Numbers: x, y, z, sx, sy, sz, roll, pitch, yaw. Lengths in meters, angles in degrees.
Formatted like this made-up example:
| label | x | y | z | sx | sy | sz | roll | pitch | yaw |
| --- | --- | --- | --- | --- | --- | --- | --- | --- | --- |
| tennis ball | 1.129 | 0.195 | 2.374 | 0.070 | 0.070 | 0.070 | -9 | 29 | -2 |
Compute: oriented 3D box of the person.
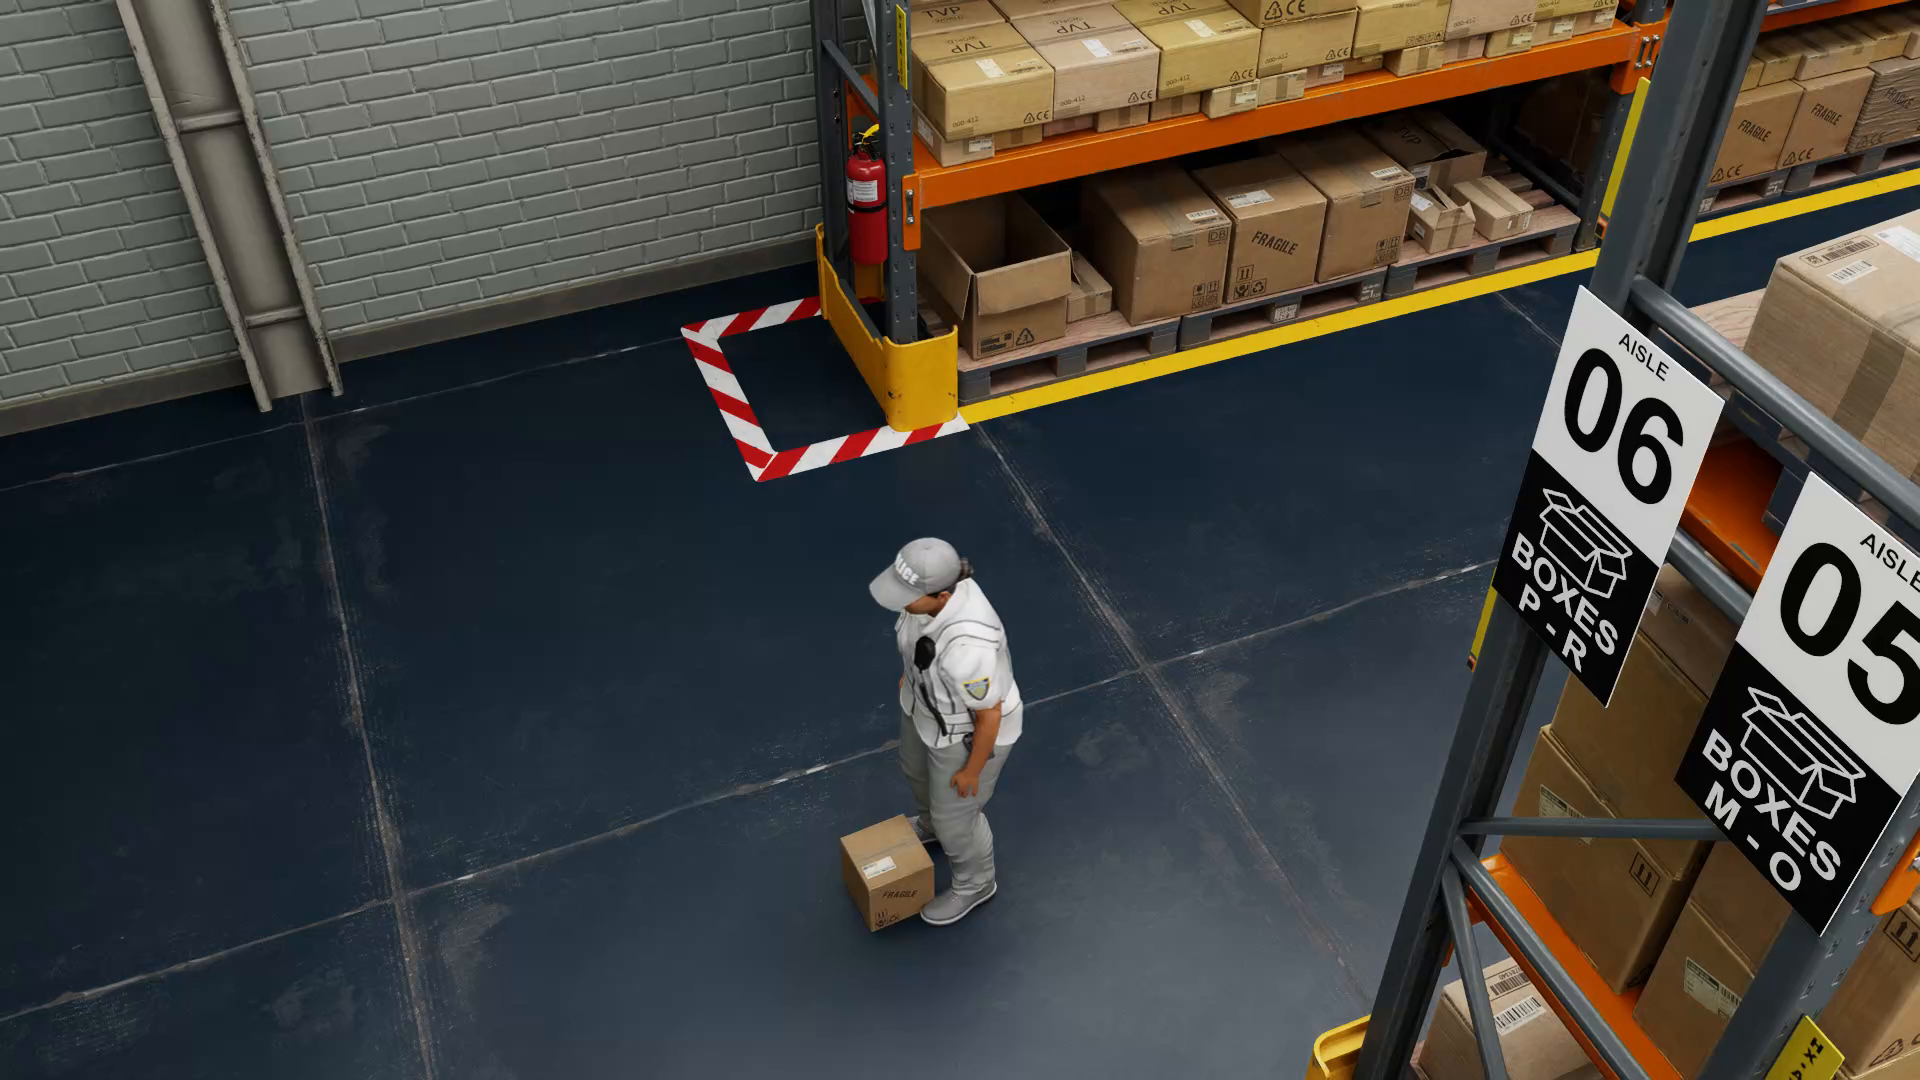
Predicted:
| label | x | y | z | sx | sy | sz | roll | pitch | yaw |
| --- | --- | --- | --- | --- | --- | --- | --- | --- | --- |
| person | -0.058 | 0.598 | 5.491 | 0.472 | 1.666 | 0.552 | -16 | 45 | -17 |
